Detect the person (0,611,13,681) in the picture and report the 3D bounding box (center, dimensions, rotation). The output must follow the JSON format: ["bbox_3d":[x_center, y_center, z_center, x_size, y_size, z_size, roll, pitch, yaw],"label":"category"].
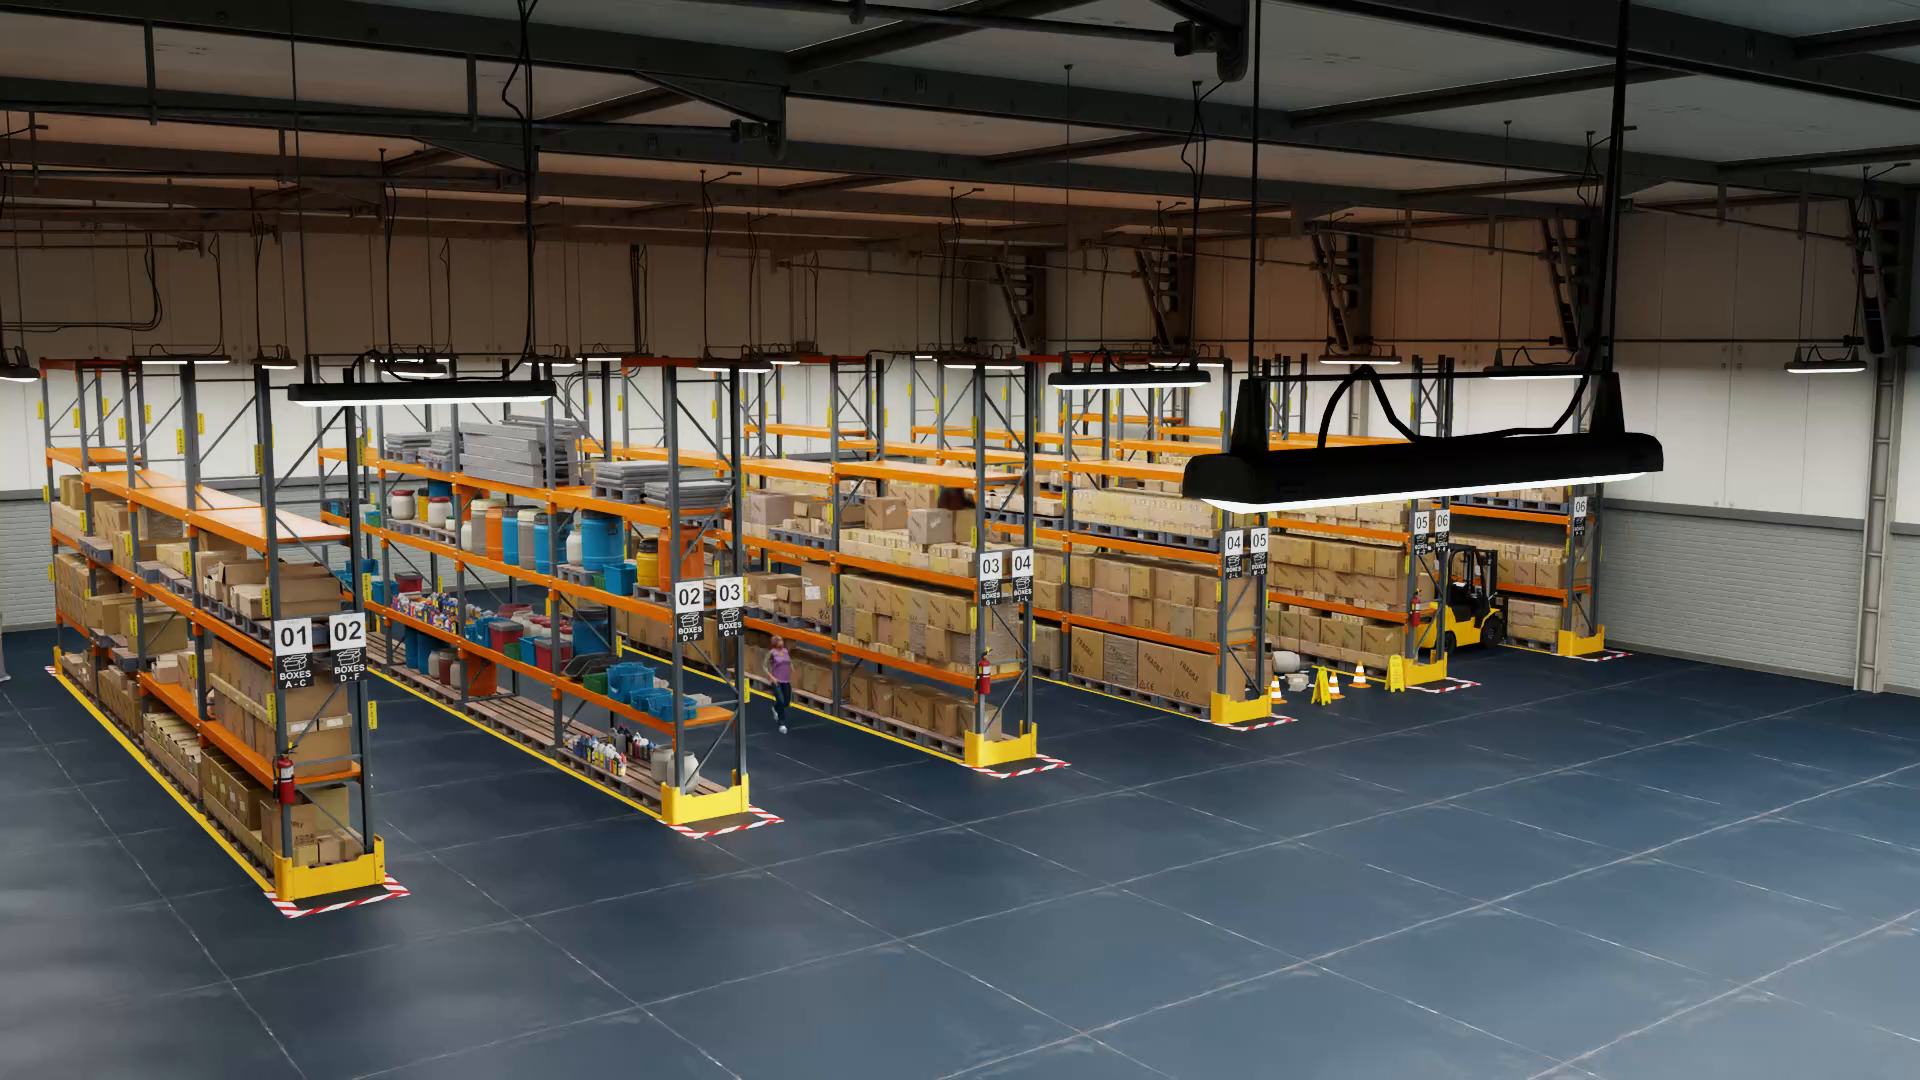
[{"bbox_3d":[-17.897,1.784,30.910,0.404,1.677,0.519,-4,8,-27],"label":"person"}]

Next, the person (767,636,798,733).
[{"bbox_3d":[-2.903,2.345,27.039,0.550,1.561,0.566,-5,8,-33],"label":"person"}]
